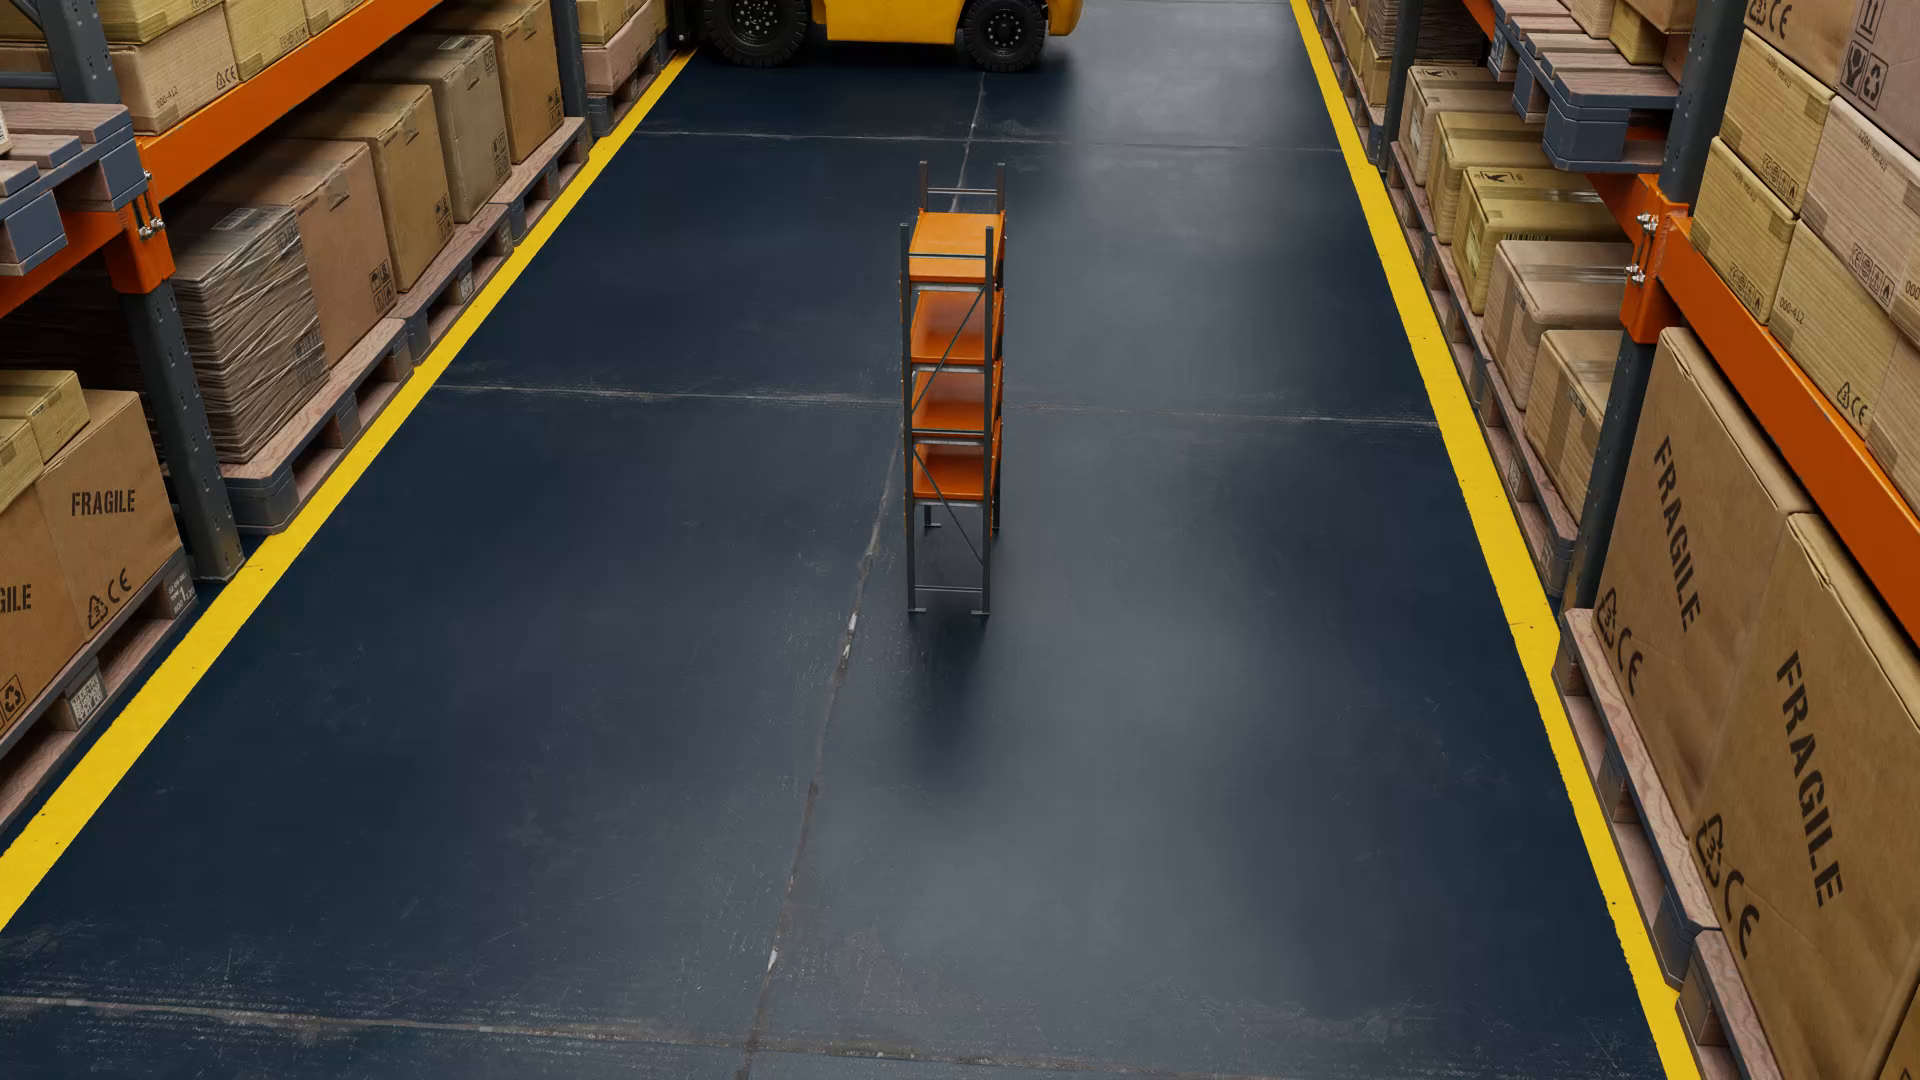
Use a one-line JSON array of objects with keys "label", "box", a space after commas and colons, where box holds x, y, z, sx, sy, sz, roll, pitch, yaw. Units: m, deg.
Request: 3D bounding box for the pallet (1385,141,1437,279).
[{"label": "pallet", "box": [2.503, -1.484, 7.457, 1.003, 0.211, 1.213, 2, 32, 4]}]

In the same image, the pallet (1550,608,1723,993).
[{"label": "pallet", "box": [2.100, 0.609, 4.060, 1.003, 0.211, 1.213, 2, 32, 4]}]

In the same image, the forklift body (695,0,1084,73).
[{"label": "forklift body", "box": [-0.393, -3.949, 9.608, 2.313, 2.155, 1.214, 2, 32, 4]}]

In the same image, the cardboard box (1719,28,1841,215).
[{"label": "cardboard box", "box": [1.952, -0.881, 3.487, 0.500, 0.250, 0.500, 2, 32, 4]}]

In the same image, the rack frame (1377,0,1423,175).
[{"label": "rack frame", "box": [2.565, -3.078, 7.386, 1.000, 3.000, 0.127, 2, 32, 4]}]

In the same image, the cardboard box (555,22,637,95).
[{"label": "cardboard box", "box": [-2.013, -2.535, 8.726, 0.500, 0.250, 0.500, 3, 32, 4]}]

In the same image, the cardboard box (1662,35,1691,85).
[{"label": "cardboard box", "box": [2.032, -1.240, 4.242, 0.380, 0.149, 0.250, 4, 32, 6]}]

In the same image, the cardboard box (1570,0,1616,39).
[{"label": "cardboard box", "box": [1.957, -1.517, 4.692, 0.380, 0.149, 0.250, 2, 32, 4]}]

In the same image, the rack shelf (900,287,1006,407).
[{"label": "rack shelf", "box": [-0.013, -0.557, 4.713, 0.258, 0.148, 0.480, 2, 32, 4]}]

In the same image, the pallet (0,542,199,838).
[{"label": "pallet", "box": [-2.806, 0.379, 4.434, 1.003, 0.211, 1.213, 2, 32, 4]}]

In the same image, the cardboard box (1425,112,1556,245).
[{"label": "cardboard box", "box": [2.470, -1.488, 6.910, 0.950, 0.372, 0.625, 4, 32, 7]}]

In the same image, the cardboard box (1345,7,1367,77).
[{"label": "cardboard box", "box": [2.379, -2.686, 8.970, 0.500, 0.250, 0.500, 2, 32, 3]}]

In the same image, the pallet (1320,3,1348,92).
[{"label": "pallet", "box": [2.681, -2.884, 9.728, 1.003, 0.211, 1.213, 2, 32, 4]}]

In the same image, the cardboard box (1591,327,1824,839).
[{"label": "cardboard box", "box": [2.101, 0.097, 3.859, 0.875, 0.875, 0.875, 2, 32, 4]}]

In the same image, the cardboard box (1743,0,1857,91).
[{"label": "cardboard box", "box": [1.956, -1.208, 3.302, 0.500, 0.500, 0.500, 1, 32, 2]}]

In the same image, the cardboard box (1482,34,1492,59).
[{"label": "cardboard box", "box": [2.882, -2.703, 8.282, 0.500, 0.500, 0.500, 4, 32, 6]}]

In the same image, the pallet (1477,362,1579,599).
[{"label": "pallet", "box": [2.305, -0.208, 5.387, 1.003, 0.211, 1.213, 2, 32, 4]}]

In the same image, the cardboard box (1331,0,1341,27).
[{"label": "cardboard box", "box": [2.469, -3.216, 9.830, 0.500, 0.250, 0.500, 5, 32, 7]}]

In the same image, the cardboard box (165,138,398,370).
[{"label": "cardboard box", "box": [-2.598, -1.032, 5.929, 0.875, 0.625, 0.625, 3, 32, 6]}]

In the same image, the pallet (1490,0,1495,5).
[{"label": "pallet", "box": [2.360, -1.942, 5.725, 1.003, 0.211, 1.213, 2, 32, 4]}]

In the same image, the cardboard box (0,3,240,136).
[{"label": "cardboard box", "box": [-2.428, -1.355, 4.732, 0.500, 0.250, 0.500, 3, 32, 4]}]

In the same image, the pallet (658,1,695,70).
[{"label": "pallet", "box": [-2.179, -3.155, 10.168, 1.003, 0.211, 1.213, 2, 32, 4]}]

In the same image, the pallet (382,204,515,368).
[{"label": "pallet", "box": [-2.500, -1.075, 6.793, 1.003, 0.211, 1.213, 2, 32, 4]}]

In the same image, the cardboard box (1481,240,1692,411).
[{"label": "cardboard box", "box": [2.348, -0.728, 5.677, 0.950, 0.372, 0.625, 2, 32, 3]}]

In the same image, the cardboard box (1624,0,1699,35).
[{"label": "cardboard box", "box": [2.000, -1.584, 4.183, 0.500, 0.500, 0.500, 2, 32, 3]}]

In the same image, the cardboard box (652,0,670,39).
[{"label": "cardboard box", "box": [-1.961, -3.071, 9.595, 0.500, 0.250, 0.500, 3, 32, 5]}]

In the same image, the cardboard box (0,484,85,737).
[{"label": "cardboard box", "box": [-2.579, 0.180, 4.081, 0.500, 0.500, 0.500, 2, 32, 3]}]

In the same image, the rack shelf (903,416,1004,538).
[{"label": "rack shelf", "box": [-0.013, -0.198, 4.934, 0.258, 0.148, 0.480, 2, 32, 4]}]

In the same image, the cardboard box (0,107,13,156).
[{"label": "cardboard box", "box": [-2.379, -0.909, 3.705, 0.380, 0.149, 0.250, 3, 32, 5]}]

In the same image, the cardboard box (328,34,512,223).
[{"label": "cardboard box", "box": [-2.484, -1.778, 7.138, 0.875, 0.625, 0.625, 2, 32, 3]}]

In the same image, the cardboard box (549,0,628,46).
[{"label": "cardboard box", "box": [-2.035, -2.749, 8.596, 0.500, 0.250, 0.500, 2, 32, 4]}]

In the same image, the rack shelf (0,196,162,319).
[{"label": "rack shelf", "box": [-2.871, 0.155, 2.825, 1.077, 0.370, 4.000, 2, 32, 4]}]

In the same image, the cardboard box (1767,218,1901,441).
[{"label": "cardboard box", "box": [1.925, -0.409, 3.197, 0.500, 0.250, 0.500, 2, 32, 3]}]

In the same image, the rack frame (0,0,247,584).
[{"label": "rack frame", "box": [-2.708, -1.197, 4.333, 1.000, 3.000, 0.127, 2, 32, 4]}]

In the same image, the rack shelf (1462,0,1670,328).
[{"label": "rack shelf", "box": [2.402, -1.726, 5.878, 1.077, 0.370, 4.000, 2, 32, 4]}]

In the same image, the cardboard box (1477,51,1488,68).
[{"label": "cardboard box", "box": [2.882, -2.384, 8.479, 0.500, 0.250, 0.500, 1, 32, 2]}]

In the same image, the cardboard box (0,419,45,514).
[{"label": "cardboard box", "box": [-2.487, -0.174, 4.038, 0.380, 0.149, 0.250, 1, 32, 1]}]

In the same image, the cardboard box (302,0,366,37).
[{"label": "cardboard box", "box": [-2.347, -1.887, 5.596, 0.500, 0.250, 0.500, 1, 32, 2]}]

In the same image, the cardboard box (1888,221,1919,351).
[{"label": "cardboard box", "box": [1.856, -0.351, 2.627, 0.500, 0.250, 0.500, 2, 32, 4]}]

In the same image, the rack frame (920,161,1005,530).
[{"label": "rack frame", "box": [0.006, -0.552, 5.002, 0.240, 1.200, 0.015, 2, 32, 4]}]

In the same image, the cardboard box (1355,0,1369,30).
[{"label": "cardboard box", "box": [2.386, -2.993, 8.753, 0.500, 0.500, 0.500, 3, 32, 5]}]

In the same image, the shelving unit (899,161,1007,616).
[{"label": "shelving unit", "box": [-0.013, -0.424, 4.795, 0.258, 1.200, 0.503, 2, 32, 4]}]
